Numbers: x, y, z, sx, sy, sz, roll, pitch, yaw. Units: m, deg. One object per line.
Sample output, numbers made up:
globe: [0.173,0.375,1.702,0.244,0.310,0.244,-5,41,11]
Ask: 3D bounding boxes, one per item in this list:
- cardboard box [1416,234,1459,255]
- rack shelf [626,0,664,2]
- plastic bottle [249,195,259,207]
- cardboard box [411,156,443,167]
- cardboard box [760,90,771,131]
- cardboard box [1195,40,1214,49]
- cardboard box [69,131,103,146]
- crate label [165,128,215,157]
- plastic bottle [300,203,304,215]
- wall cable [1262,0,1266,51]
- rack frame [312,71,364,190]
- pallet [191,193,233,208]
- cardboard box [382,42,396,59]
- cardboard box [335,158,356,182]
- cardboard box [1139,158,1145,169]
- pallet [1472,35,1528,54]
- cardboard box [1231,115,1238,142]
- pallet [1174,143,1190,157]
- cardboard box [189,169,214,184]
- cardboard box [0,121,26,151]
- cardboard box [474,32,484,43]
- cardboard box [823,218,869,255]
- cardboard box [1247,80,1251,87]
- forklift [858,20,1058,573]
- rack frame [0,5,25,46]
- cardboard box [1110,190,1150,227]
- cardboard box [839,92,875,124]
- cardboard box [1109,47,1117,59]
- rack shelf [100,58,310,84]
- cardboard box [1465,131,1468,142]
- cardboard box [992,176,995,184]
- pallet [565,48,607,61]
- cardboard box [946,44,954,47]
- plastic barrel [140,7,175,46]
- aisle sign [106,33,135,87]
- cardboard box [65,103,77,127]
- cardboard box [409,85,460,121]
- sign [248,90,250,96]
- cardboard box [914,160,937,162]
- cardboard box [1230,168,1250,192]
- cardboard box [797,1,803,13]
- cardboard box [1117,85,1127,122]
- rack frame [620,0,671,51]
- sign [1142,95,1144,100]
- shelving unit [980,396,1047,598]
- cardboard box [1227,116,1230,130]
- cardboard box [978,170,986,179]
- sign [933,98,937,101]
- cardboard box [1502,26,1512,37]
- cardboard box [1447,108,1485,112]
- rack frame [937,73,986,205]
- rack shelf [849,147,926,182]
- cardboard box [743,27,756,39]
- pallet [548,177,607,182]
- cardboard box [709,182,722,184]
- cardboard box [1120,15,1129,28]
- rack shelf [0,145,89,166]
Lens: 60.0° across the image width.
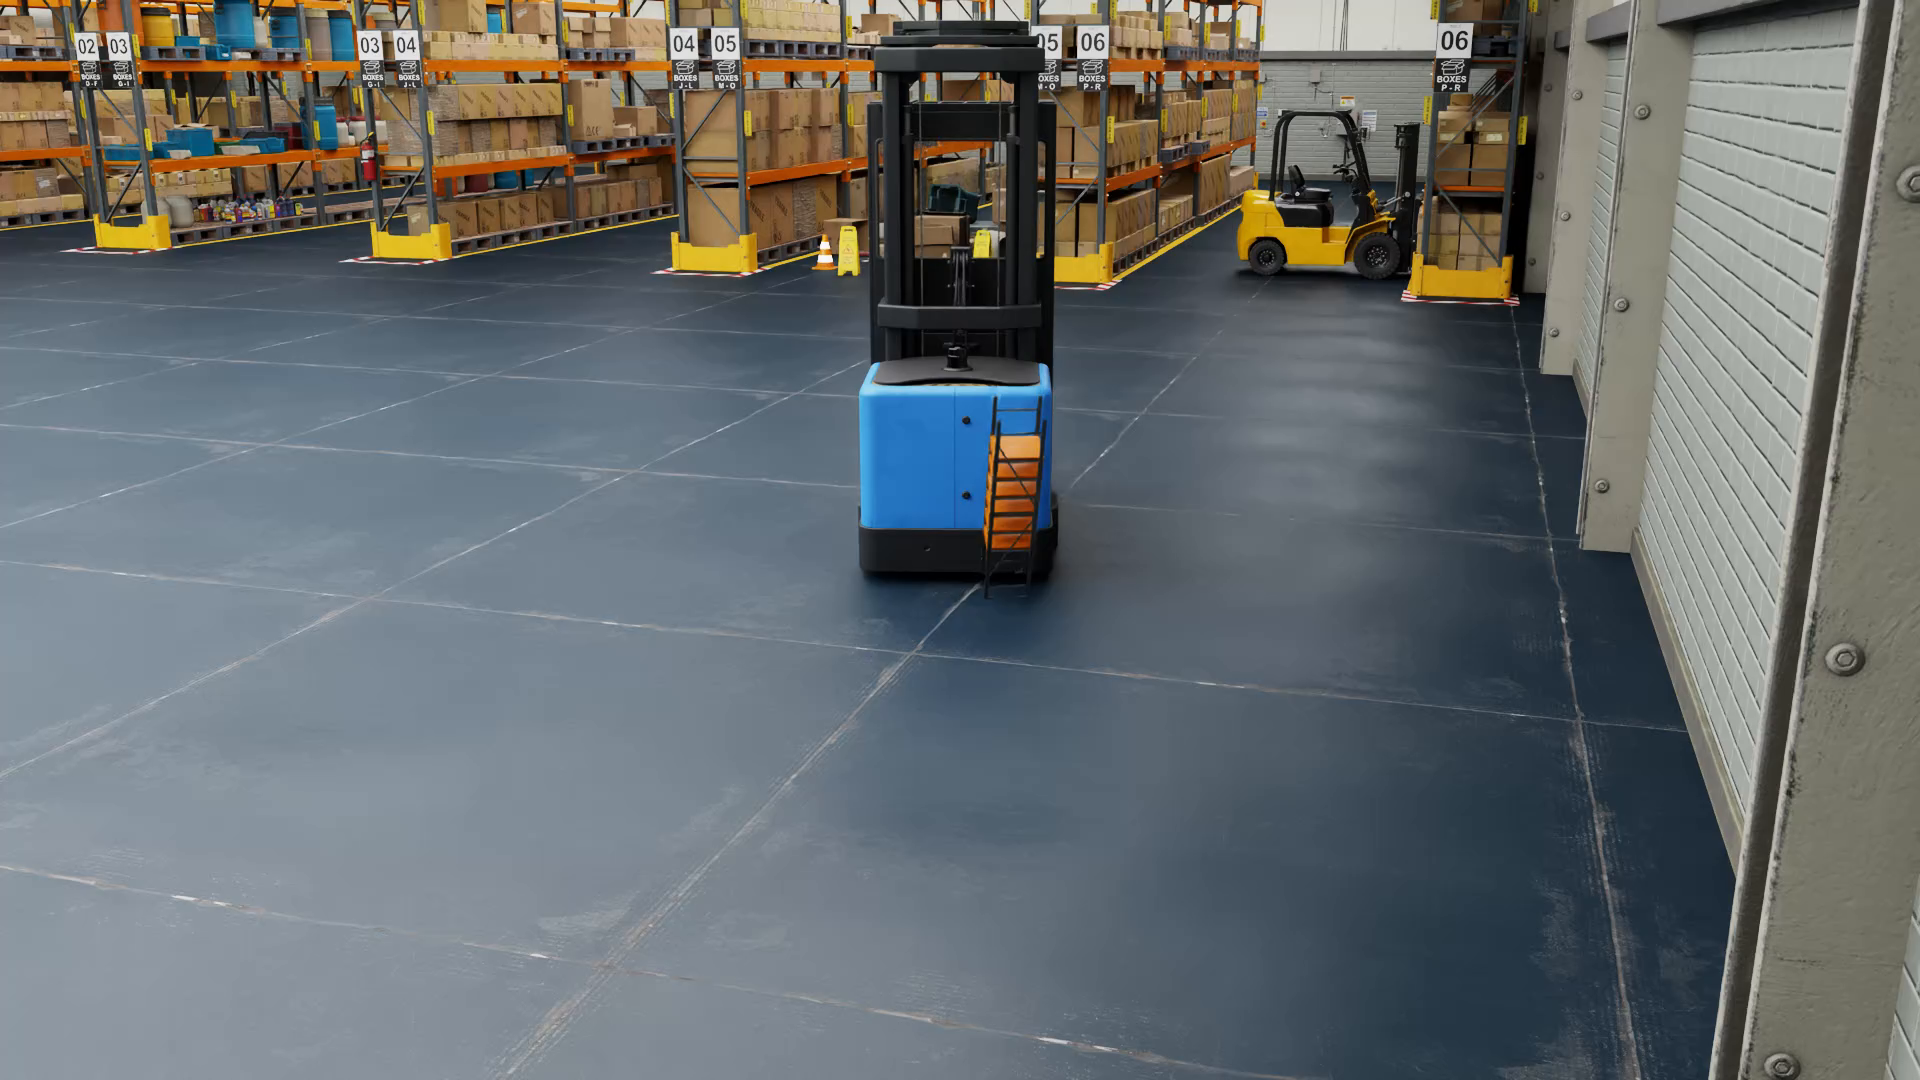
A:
cardboard box: [5.987,-3.729,20.832,0.500,0.250,0.500,4,16,15]
rack shelf: [-5.271,-10.574,32.669,1.077,0.370,4.000,5,16,16]
plastic bottle: [-12.214,-5.788,28.785,0.144,0.351,0.185,5,16,16]
cardboard box: [-7.804,-5.545,24.343,0.380,0.149,0.250,5,16,16]
cardboard box: [-3.176,-6.036,23.358,0.875,0.550,0.550,5,16,16]
cardboard box: [4.405,-9.007,30.250,0.380,0.166,0.250,6,17,21]
cardboard box: [-16.375,-7.486,30.999,0.500,0.250,0.500,6,17,19]
crate label: [-12.598,-6.514,27.232,0.502,0.435,0.616,5,16,16]
plastic bottle: [-11.530,-5.787,29.056,0.097,0.201,0.097,0,16,0]
wall cable: [7.281,-13.424,40.665,0.463,3.000,0.029,5,16,16]
rack frame: [-14.200,-9.519,37.891,1.000,3.000,0.127,5,16,16]
pallet: [-15.608,-6.918,33.833,1.003,0.211,1.213,5,16,16]
cardboard box: [-8.220,-7.127,24.236,0.500,0.250,0.500,5,17,17]
cardboard box: [-14.065,-8.376,37.639,0.500,0.500,0.500,5,16,16]
cardboard box: [2.440,-5.393,23.807,0.380,0.149,0.250,4,16,15]
pallet: [6.374,-6.041,20.296,1.003,0.211,1.213,5,16,16]
cardboard box: [5.183,-8.131,32.818,0.500,0.500,0.500,5,17,18]
pallet: [3.138,-6.321,26.969,1.003,0.211,1.213,5,16,16]
cardboard box: [-15.391,-7.328,33.411,0.500,0.311,0.500,4,16,15]
cardboard box: [-16.883,-7.088,29.137,0.700,0.500,0.500,5,17,17]
cardboard box: [-7.411,-7.564,25.049,0.380,0.149,0.250,4,16,13]
cardboard box: [-1.707,-4.558,24.979,0.500,0.500,0.500,8,18,25]
cardboard box: [5.872,-9.554,34.812,0.380,0.149,0.250,5,17,17]
forklift: [0.019,-1.580,10.028,1.130,2.935,3.031,0,16,2]
rack frame: [-20.087,-11.741,34.734,1.000,3.000,0.127,5,16,16]
cardboard box: [2.471,-4.819,24.218,0.500,0.500,0.500,5,17,17]
cardboard box: [-1.826,-7.172,27.601,0.700,0.500,0.500,5,17,16]
cardboard box: [1.794,-6.225,21.243,0.380,0.149,0.250,5,16,16]
rack shelf: [-12.294,-7.614,26.998,1.077,0.370,4.000,5,16,16]
cardboard box: [6.155,-5.062,20.808,0.380,0.149,0.250,5,17,17]
cardboard box: [0.534,-7.592,35.009,0.380,0.149,0.250,4,16,13]
pallet: [-6.699,-8.162,27.957,1.213,0.211,1.003,5,16,16]
cardboard box: [-0.423,-9.174,30.997,0.500,0.500,0.500,5,16,16]
plastic barrel: [-12.660,-8.038,26.059,0.600,0.588,0.600,0,16,0]
aisle sign: [-12.602,-7.203,24.964,0.394,0.787,0.004,5,16,16]
cardboard box: [-19.546,-9.300,36.354,0.500,0.500,0.500,5,17,18]
cardboard box: [-7.696,-6.405,24.353,0.500,0.500,0.500,5,16,16]
sign: [-18.344,-11.447,42.960,0.100,0.325,0.005,5,16,16]
cardboard box: [-0.738,-7.253,32.341,0.500,0.250,0.500,5,17,18]
cardboard box: [5.591,-7.576,34.969,0.875,0.438,0.875,5,17,17]
cardboard box: [-2.479,-7.684,23.971,0.380,0.149,0.250,5,17,17]
cardboard box: [2.026,-6.330,24.088,0.700,0.500,0.500,5,17,16]
rack frame: [-5.840,-10.589,30.671,1.000,3.000,0.127,5,16,16]
sign: [3.129,-7.534,28.771,0.100,0.325,0.005,5,16,16]
shelving unit: [0.263,-0.197,8.410,0.258,1.200,0.189,-1,43,-5]
cardboard box: [4.906,-8.015,31.949,0.500,0.250,0.500,5,16,16]
cardboard box: [0.320,-7.529,34.242,0.380,0.149,0.250,5,17,18]
sign: [-0.499,-8.795,33.753,0.100,0.325,0.005,5,16,16]
cardboard box: [8.462,-7.962,26.229,0.500,0.250,0.500,5,16,16]
cardboard box: [8.708,-7.244,28.912,0.797,0.503,0.637,4,16,15]
rack frame: [0.024,-8.338,33.730,1.000,3.000,0.127,5,16,16]
rack shelf: [-1.681,-6.422,28.294,1.077,0.370,4.000,5,16,16]
cardboard box: [-2.982,-6.836,22.444,0.380,0.149,0.250,5,17,16]
pallet: [-8.935,-8.308,38.732,1.003,0.211,1.213,5,16,16]
cardboard box: [-5.363,-7.294,33.173,1.225,0.875,0.875,5,16,16]
cardboard box: [2.014,-6.812,21.851,0.380,0.149,0.250,5,16,16]
rack shelf: [-17.042,-6.556,28.765,1.077,0.370,4.000,5,16,16]
